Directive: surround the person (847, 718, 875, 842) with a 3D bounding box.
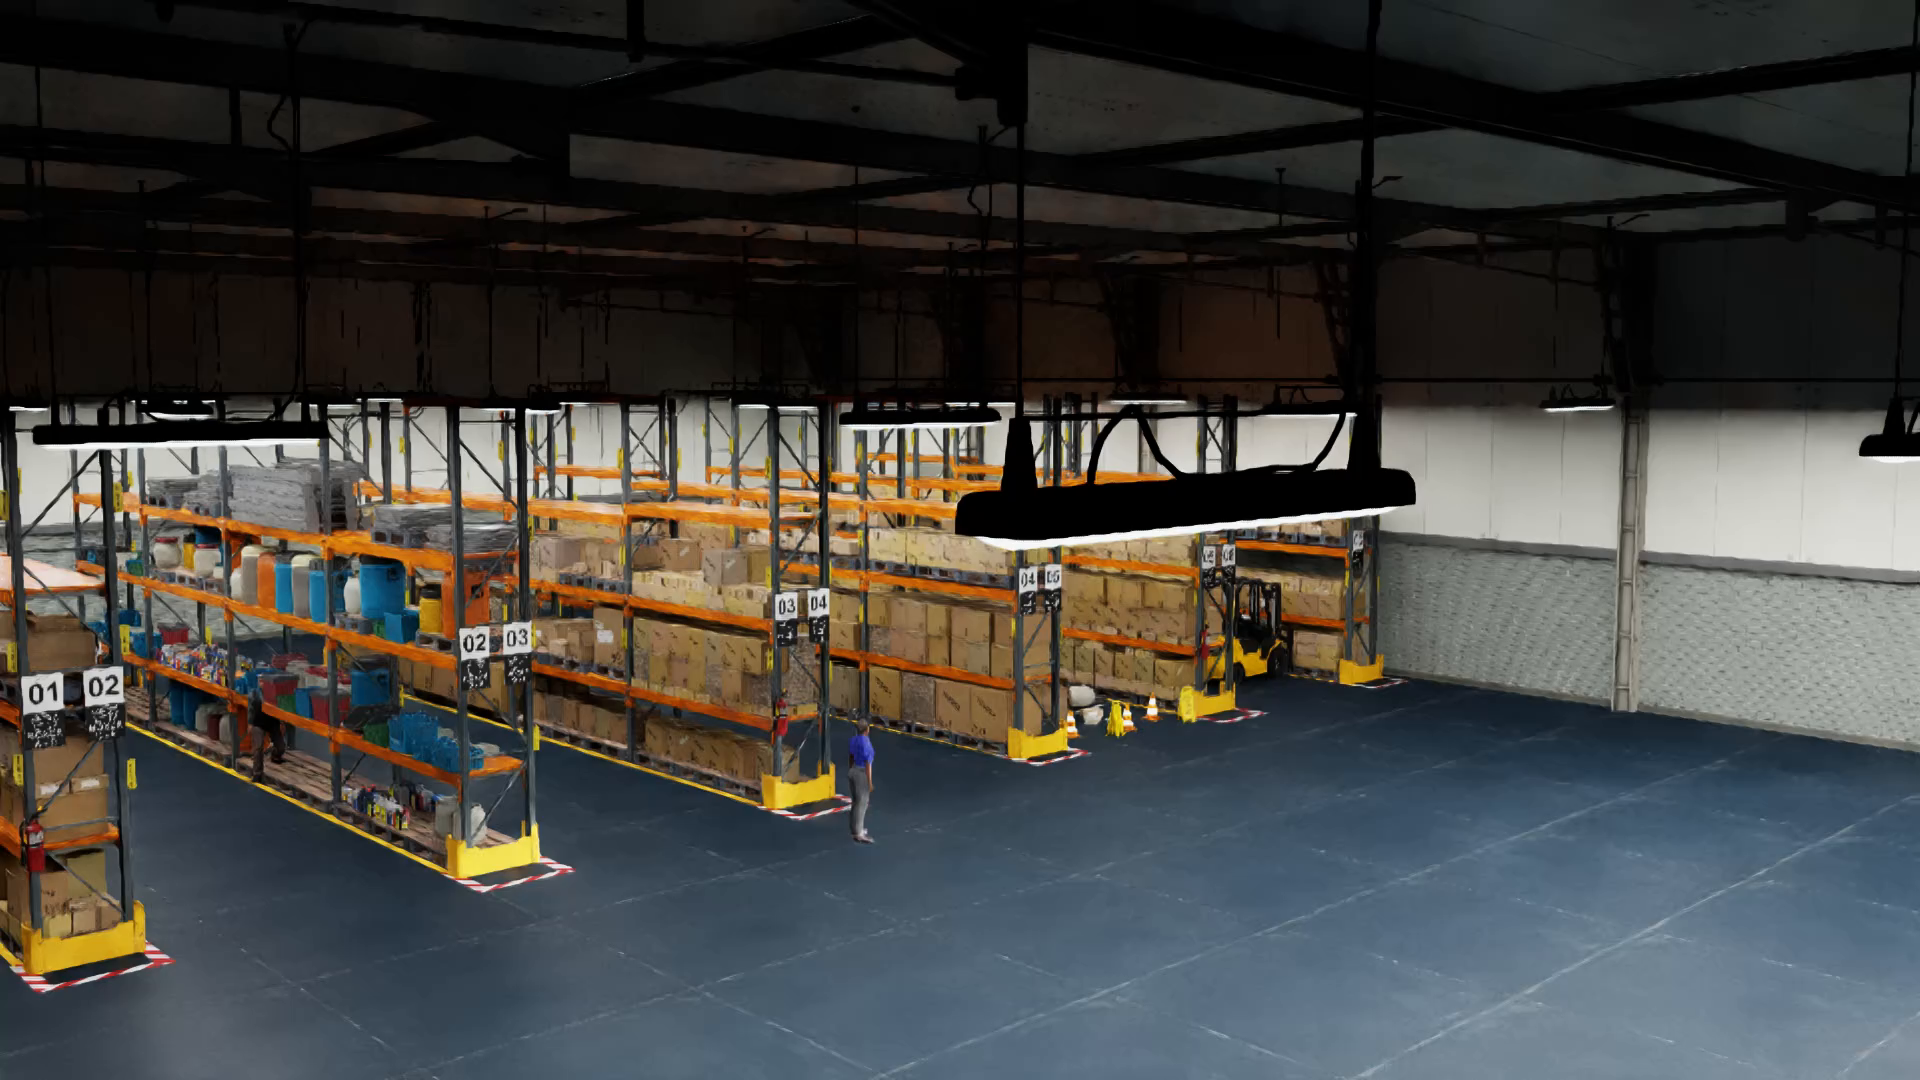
[{"bbox_3d":[-1.360,3.279,22.907,0.386,1.665,0.564,-3,6,-30],"label":"person"}]

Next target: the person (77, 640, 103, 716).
[{"bbox_3d":[-16.513,2.435,31.438,0.571,1.706,1.043,-4,7,-34],"label":"person"}]

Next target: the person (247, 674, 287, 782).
[{"bbox_3d":[-10.924,2.926,26.198,0.574,1.683,0.965,-2,6,-21],"label":"person"}]
